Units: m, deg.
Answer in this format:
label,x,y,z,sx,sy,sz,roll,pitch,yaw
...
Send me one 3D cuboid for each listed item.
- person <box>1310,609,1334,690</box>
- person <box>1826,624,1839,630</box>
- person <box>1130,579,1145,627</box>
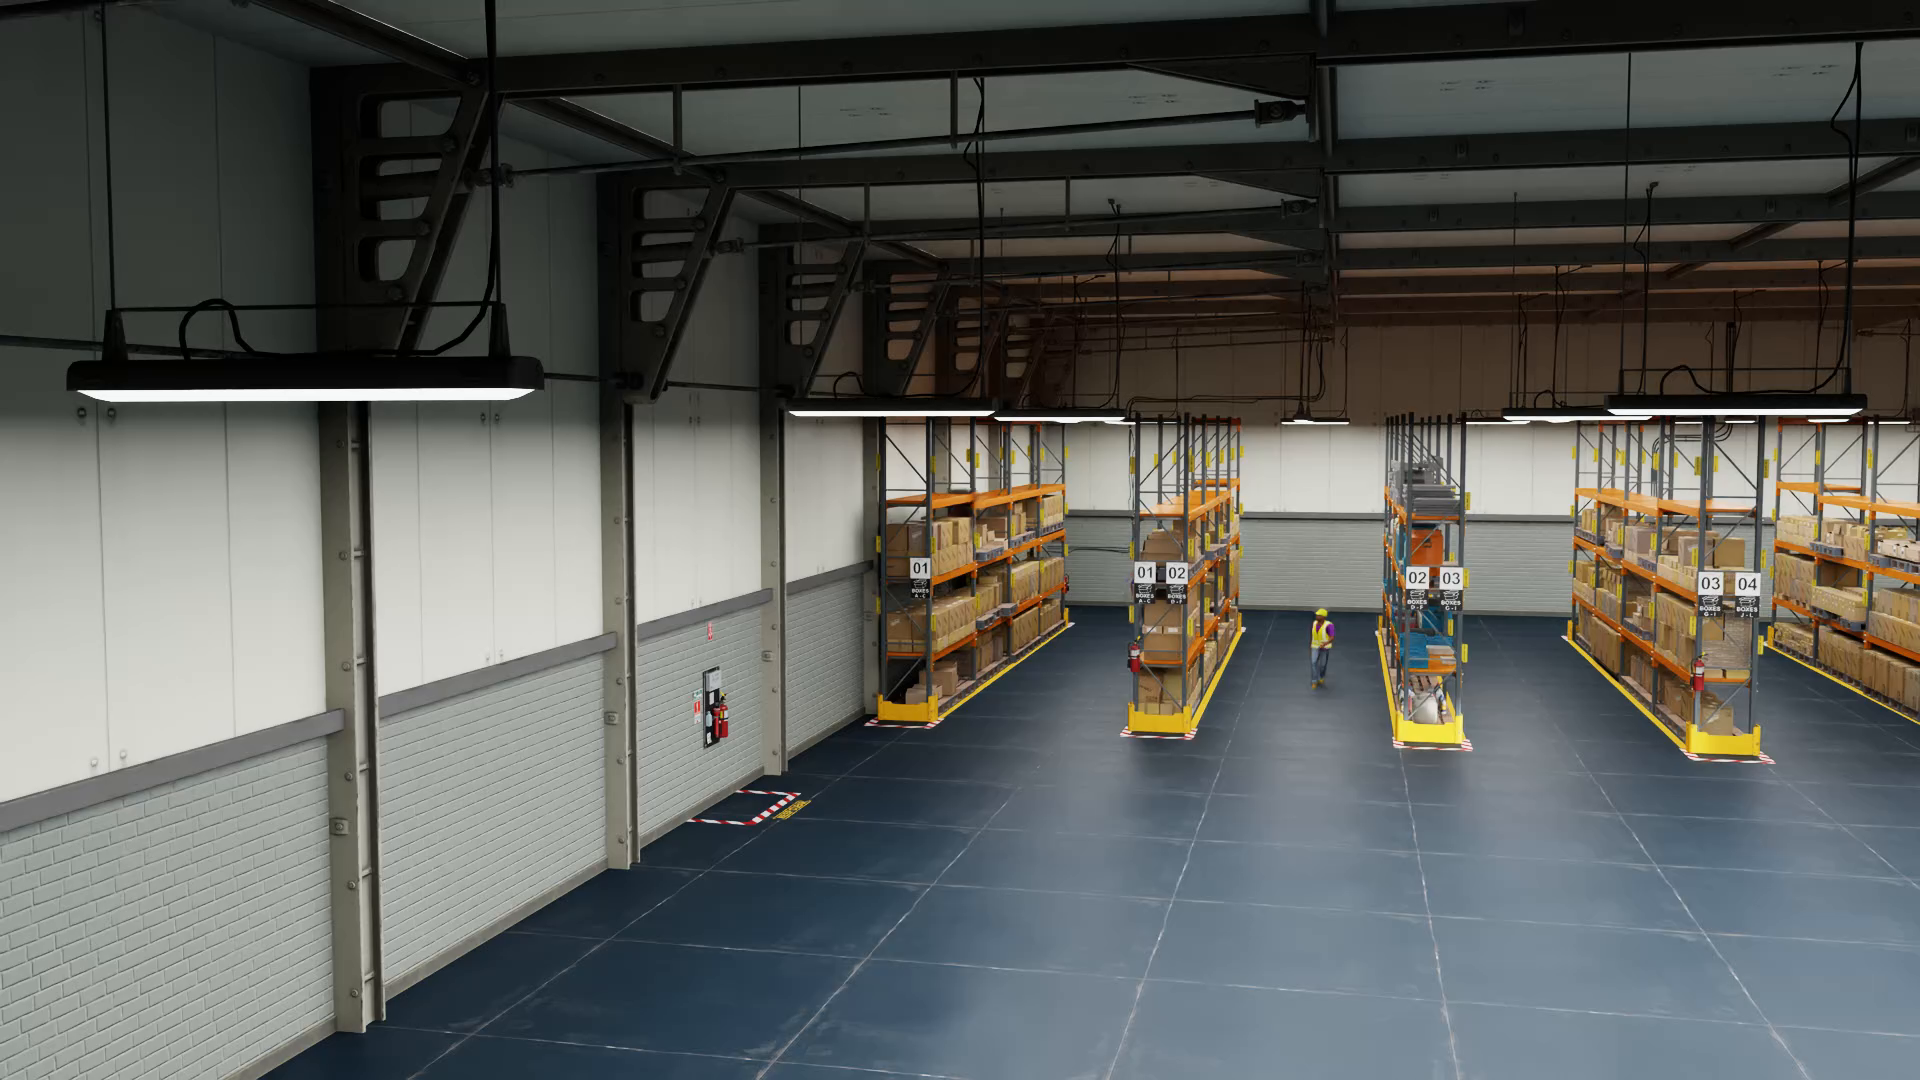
label,x,y,z,sx,sy,sz,roll,pitch,yaw
person,7.989,2.390,36.677,0.523,1.749,0.994,1,4,15
person,23.231,1.892,44.251,0.497,1.701,0.363,4,5,44
person,5.251,1.638,47.896,0.592,1.633,0.931,-1,4,-8
